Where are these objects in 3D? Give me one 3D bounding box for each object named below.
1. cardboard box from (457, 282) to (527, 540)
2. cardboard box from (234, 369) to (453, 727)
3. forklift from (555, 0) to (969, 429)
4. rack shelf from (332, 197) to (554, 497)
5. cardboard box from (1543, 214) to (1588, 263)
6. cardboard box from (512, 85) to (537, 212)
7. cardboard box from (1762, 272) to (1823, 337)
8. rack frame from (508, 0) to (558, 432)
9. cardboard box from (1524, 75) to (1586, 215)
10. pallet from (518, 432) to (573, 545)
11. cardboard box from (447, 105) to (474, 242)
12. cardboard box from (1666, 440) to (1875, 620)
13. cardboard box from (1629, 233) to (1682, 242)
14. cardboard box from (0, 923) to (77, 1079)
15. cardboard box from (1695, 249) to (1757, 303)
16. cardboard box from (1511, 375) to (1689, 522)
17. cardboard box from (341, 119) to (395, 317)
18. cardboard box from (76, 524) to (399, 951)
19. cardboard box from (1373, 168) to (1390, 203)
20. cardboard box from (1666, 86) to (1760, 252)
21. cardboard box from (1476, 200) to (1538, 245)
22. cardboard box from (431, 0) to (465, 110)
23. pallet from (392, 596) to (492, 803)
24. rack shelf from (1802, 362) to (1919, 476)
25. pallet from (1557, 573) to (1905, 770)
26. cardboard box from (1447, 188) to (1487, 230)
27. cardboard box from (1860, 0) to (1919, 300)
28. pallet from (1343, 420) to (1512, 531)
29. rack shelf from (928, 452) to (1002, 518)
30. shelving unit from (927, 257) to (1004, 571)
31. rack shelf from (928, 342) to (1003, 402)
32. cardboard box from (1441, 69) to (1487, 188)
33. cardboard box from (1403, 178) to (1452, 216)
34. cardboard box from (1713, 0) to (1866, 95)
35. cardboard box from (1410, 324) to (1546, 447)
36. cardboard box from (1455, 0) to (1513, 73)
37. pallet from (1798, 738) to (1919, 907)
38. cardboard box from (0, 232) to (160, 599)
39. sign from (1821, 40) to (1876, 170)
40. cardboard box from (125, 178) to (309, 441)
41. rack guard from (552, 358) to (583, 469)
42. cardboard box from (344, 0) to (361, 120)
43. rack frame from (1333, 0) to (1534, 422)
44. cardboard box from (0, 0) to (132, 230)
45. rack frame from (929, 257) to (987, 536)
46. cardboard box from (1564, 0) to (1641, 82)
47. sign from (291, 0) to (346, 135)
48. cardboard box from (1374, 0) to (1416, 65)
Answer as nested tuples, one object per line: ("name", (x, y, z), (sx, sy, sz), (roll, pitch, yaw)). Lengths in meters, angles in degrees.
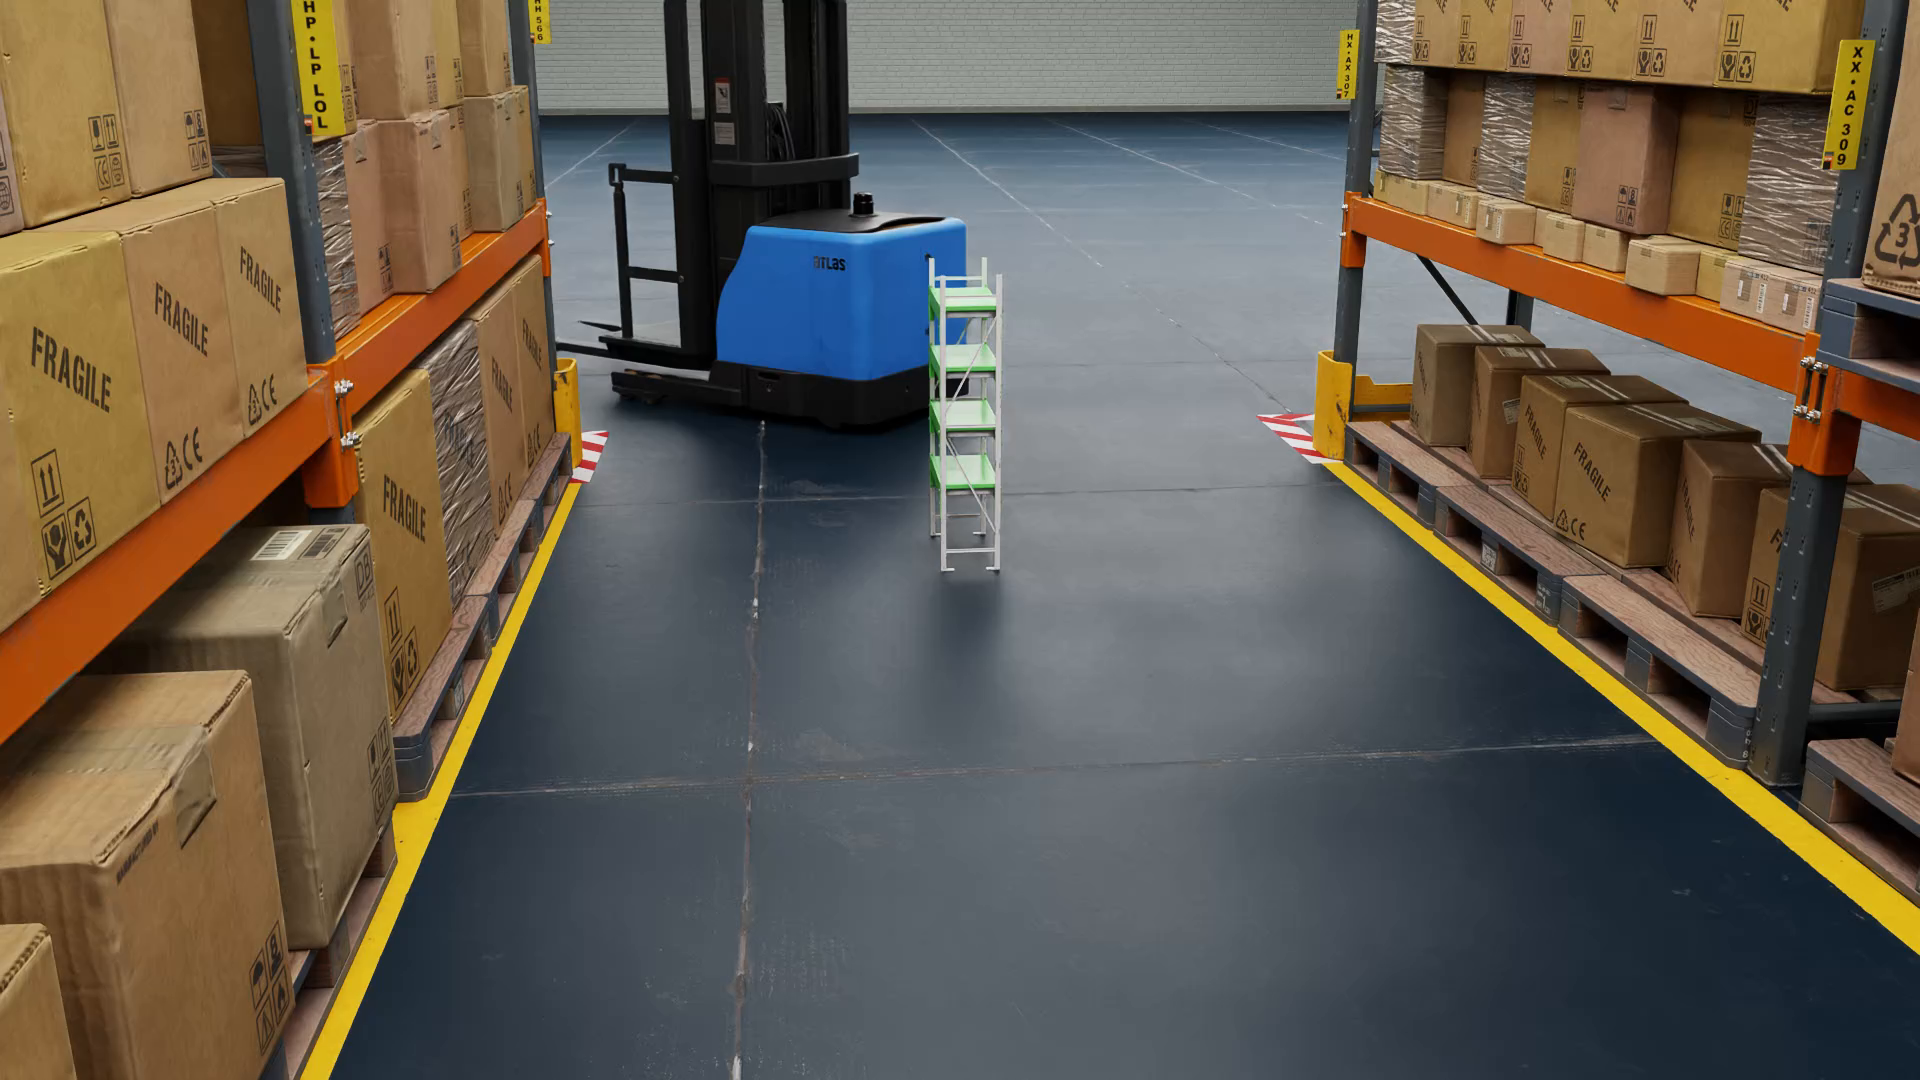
("cardboard box", (-2.278, -0.529, 6.699), (0.875, 0.875, 0.875), (-2, 18, -7))
("cardboard box", (-2.089, 0.012, 4.978), (0.875, 0.875, 0.875), (-2, 17, -5))
("forklift", (-1.450, -2.320, 9.672), (3.031, 2.935, 1.130), (12, 21, 33))
("rack shelf", (-2.300, -0.865, 6.125), (1.077, 0.370, 4.000), (-2, 18, -6))
("cardboard box", (2.396, -1.118, 6.149), (0.380, 0.149, 0.250), (-2, 18, -6))
("cardboard box", (-2.423, -1.766, 7.545), (0.875, 0.550, 0.550), (-2, 18, -6))
("cardboard box", (2.536, -0.670, 4.724), (0.380, 0.149, 0.250), (-2, 18, -6))
("rack frame", (-2.506, -1.804, 7.915), (1.000, 3.000, 0.127), (-2, 18, -6))
("cardboard box", (2.687, -1.507, 6.306), (0.875, 0.500, 0.500), (-2, 18, -6))
("pallet", (-2.346, -0.238, 7.582), (1.003, 0.211, 1.213), (-2, 18, -6))
("cardboard box", (-2.412, -1.432, 6.482), (0.875, 0.550, 0.550), (-2, 18, -6))
("cardboard box", (2.782, -0.034, 5.749), (0.500, 0.500, 0.500), (4, 18, 12))
("cardboard box", (2.522, -0.971, 5.682), (0.380, 0.149, 0.250), (-2, 18, -6))
("cardboard box", (-1.748, 1.008, 2.013), (1.050, 0.750, 0.750), (-2, 17, -5))
("cardboard box", (2.553, -0.822, 5.206), (0.380, 0.149, 0.250), (-2, 18, -6))
("cardboard box", (2.627, -0.384, 6.865), (0.500, 0.500, 0.500), (0, 17, 0))
("cardboard box", (-2.223, -0.956, 4.966), (0.875, 0.550, 0.550), (-2, 18, -6))
("cardboard box", (-1.940, 0.443, 3.813), (1.050, 0.750, 0.750), (-2, 18, -6))
("cardboard box", (2.230, -1.715, 8.051), (0.380, 0.149, 0.250), (-2, 18, -6))
("cardboard box", (2.849, -1.211, 5.363), (0.875, 0.500, 0.500), (-2, 18, -6))
("cardboard box", (2.288, -1.265, 6.618), (0.380, 0.149, 0.250), (-2, 18, -6))
("cardboard box", (-2.251, -1.793, 5.827), (0.875, 0.550, 0.500), (-2, 18, -6))
("pallet", (-2.094, 0.489, 5.266), (1.003, 0.211, 1.213), (-2, 18, -6))
("rack shelf", (3.056, 0.204, 2.721), (1.077, 0.370, 4.000), (-2, 18, -6))
("pallet", (2.746, 0.396, 5.563), (1.003, 0.211, 1.213), (-2, 18, -6))
("cardboard box", (2.313, -1.416, 7.100), (0.380, 0.149, 0.250), (-2, 18, -6))
("cardboard box", (2.793, -0.981, 3.591), (1.000, 1.000, 1.000), (-2, 18, -5))
("pallet", (2.494, -0.331, 7.879), (1.003, 0.211, 1.213), (-2, 18, -6))
("rack shelf", (0.017, -0.233, 6.931), (0.258, 0.148, 0.480), (-2, 18, -6))
("shelving unit", (0.017, -0.523, 6.840), (0.258, 1.200, 0.503), (-2, 18, -6))
("rack shelf", (0.017, -0.691, 6.788), (0.258, 0.148, 0.480), (-2, 18, -6))
("cardboard box", (2.638, -1.807, 7.261), (0.875, 0.500, 0.500), (-2, 18, -6))
("cardboard box", (2.247, -1.565, 7.573), (0.380, 0.149, 0.250), (-2, 18, -6))
("cardboard box", (2.530, -1.528, 4.702), (0.500, 0.500, 0.500), (-2, 18, -6))
("cardboard box", (2.485, -0.748, 8.025), (0.500, 0.500, 0.500), (1, 17, 5))
("cardboard box", (2.321, -2.123, 6.600), (0.500, 0.500, 0.500), (-2, 18, -6))
("pallet", (2.932, 0.827, 4.190), (1.003, 0.211, 1.213), (-2, 18, -6))
("cardboard box", (-1.670, -0.212, 2.676), (0.500, 0.500, 0.500), (-2, 17, -5))
("sign", (2.311, -1.129, 4.321), (0.100, 0.325, 0.005), (-2, 18, -6))
("cardboard box", (-1.774, -0.513, 3.635), (0.500, 0.500, 0.500), (-2, 18, -6))
("rack guard", (-2.509, -0.618, 8.313), (1.175, 0.500, 0.348), (-2, 18, -6))
("cardboard box", (-2.270, -1.470, 4.799), (0.875, 0.550, 0.550), (-2, 18, -6))
("rack frame", (2.438, -1.927, 8.307), (1.000, 3.000, 0.127), (-2, 18, -6))
("cardboard box", (-1.982, -0.836, 2.996), (0.700, 0.500, 0.500), (-2, 18, -7))
("rack frame", (-0.008, -0.596, 7.072), (0.240, 1.200, 0.015), (-2, 18, -6))
("cardboard box", (2.427, -1.825, 5.651), (0.500, 0.500, 0.500), (-2, 18, -6))
("sign", (-1.555, -1.147, 4.020), (0.100, 0.325, 0.005), (-2, 18, -6))
("cardboard box", (2.223, -2.421, 7.549), (0.500, 0.500, 0.500), (-2, 18, -6))
